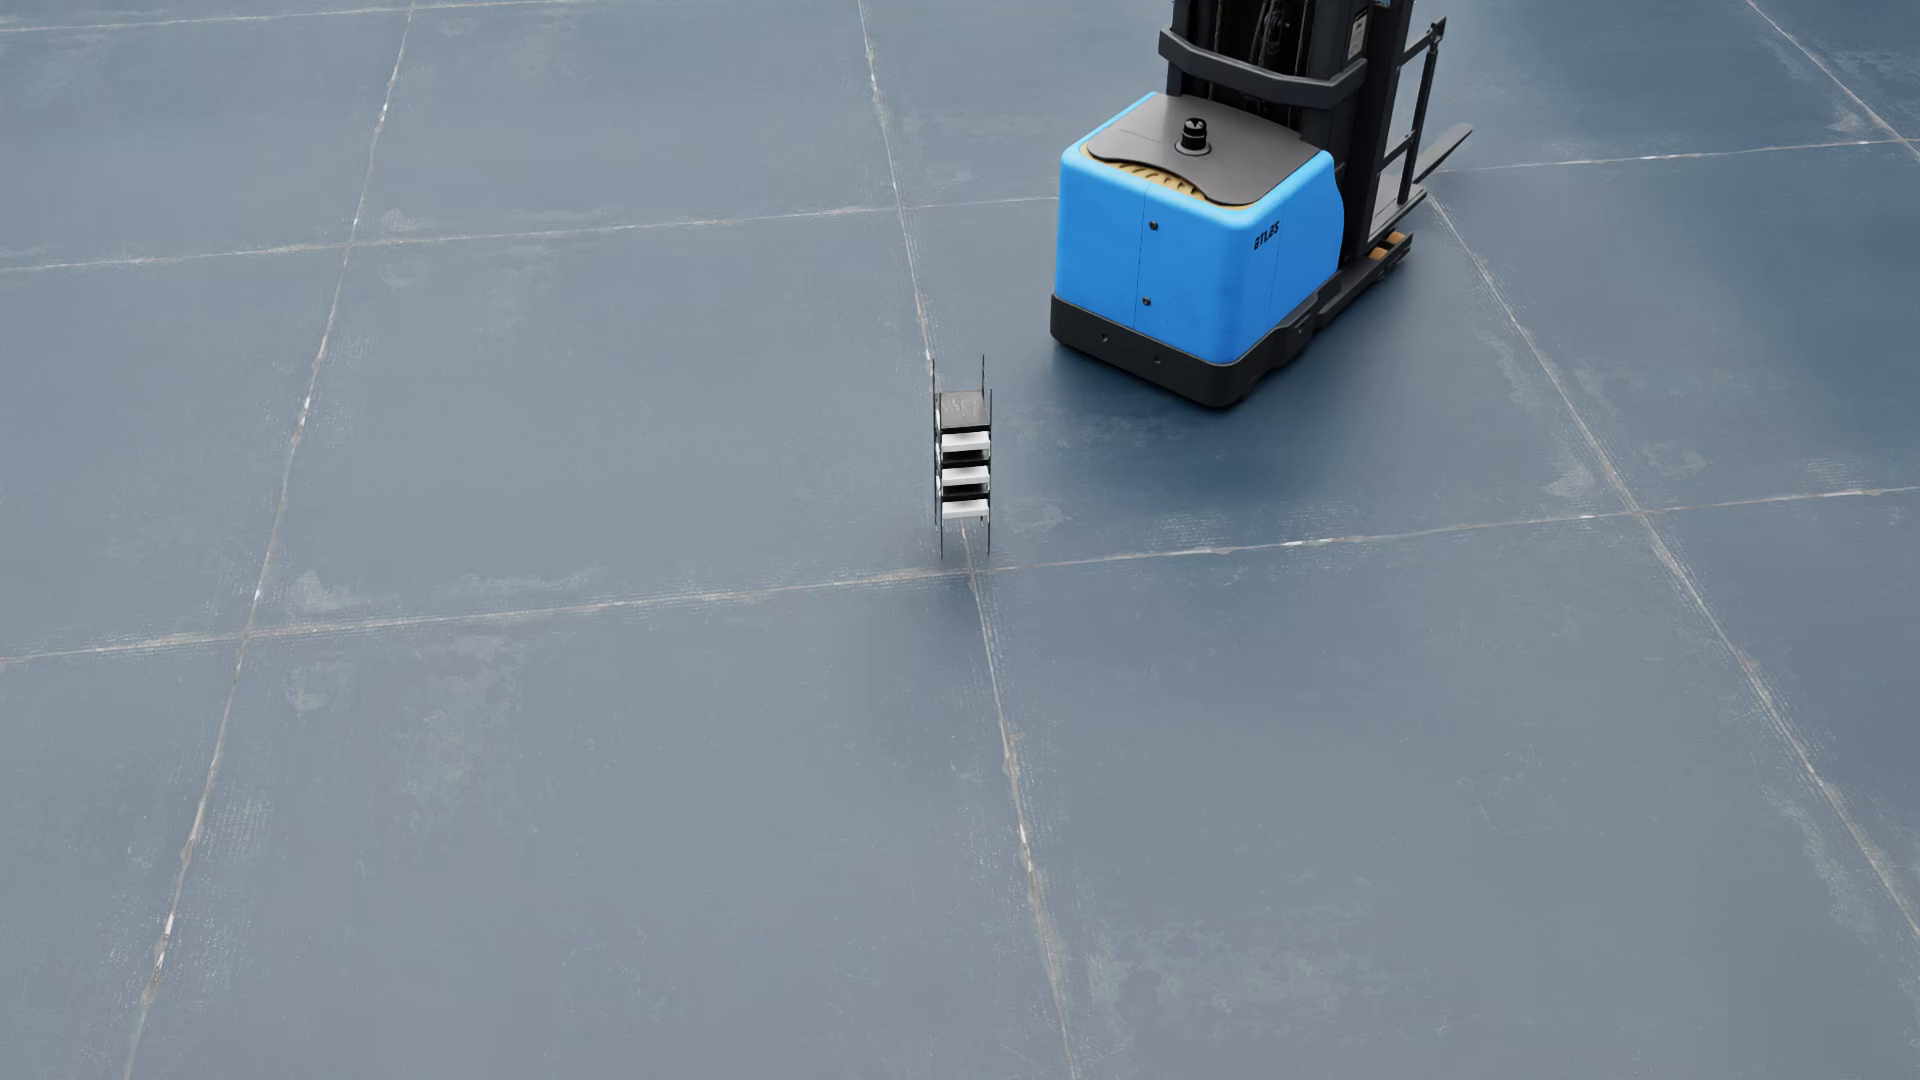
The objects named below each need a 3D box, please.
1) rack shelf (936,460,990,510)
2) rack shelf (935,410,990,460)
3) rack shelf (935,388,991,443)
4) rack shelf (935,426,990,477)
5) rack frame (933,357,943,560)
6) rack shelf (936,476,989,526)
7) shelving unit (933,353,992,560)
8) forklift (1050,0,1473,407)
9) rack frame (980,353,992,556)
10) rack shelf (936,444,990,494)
[{"bbox_3d":[0.008,-0.243,7.032,0.200,0.077,0.258,-5,42,-6],"label":"rack shelf"},{"bbox_3d":[0.008,-0.444,6.851,0.200,0.077,0.258,-5,42,-6],"label":"rack shelf"},{"bbox_3d":[0.008,-0.511,6.791,0.200,0.077,0.258,-5,42,-6],"label":"rack shelf"},{"bbox_3d":[0.008,-0.377,6.911,0.200,0.077,0.258,-5,42,-6],"label":"rack shelf"},{"bbox_3d":[-0.093,-0.326,6.940,0.006,0.900,0.240,-5,42,-6],"label":"rack frame"},{"bbox_3d":[0.008,-0.176,7.092,0.200,0.077,0.258,-5,42,-6],"label":"rack shelf"},{"bbox_3d":[0.008,-0.335,6.949,0.210,0.900,0.258,-5,42,-6],"label":"shelving unit"},{"bbox_3d":[1.753,-2.647,7.997,1.130,2.935,3.031,28,49,27],"label":"forklift"},{"bbox_3d":[0.109,-0.344,6.959,0.006,0.900,0.240,-5,42,-6],"label":"rack frame"},{"bbox_3d":[0.008,-0.310,6.972,0.200,0.077,0.258,-5,42,-6],"label":"rack shelf"}]
